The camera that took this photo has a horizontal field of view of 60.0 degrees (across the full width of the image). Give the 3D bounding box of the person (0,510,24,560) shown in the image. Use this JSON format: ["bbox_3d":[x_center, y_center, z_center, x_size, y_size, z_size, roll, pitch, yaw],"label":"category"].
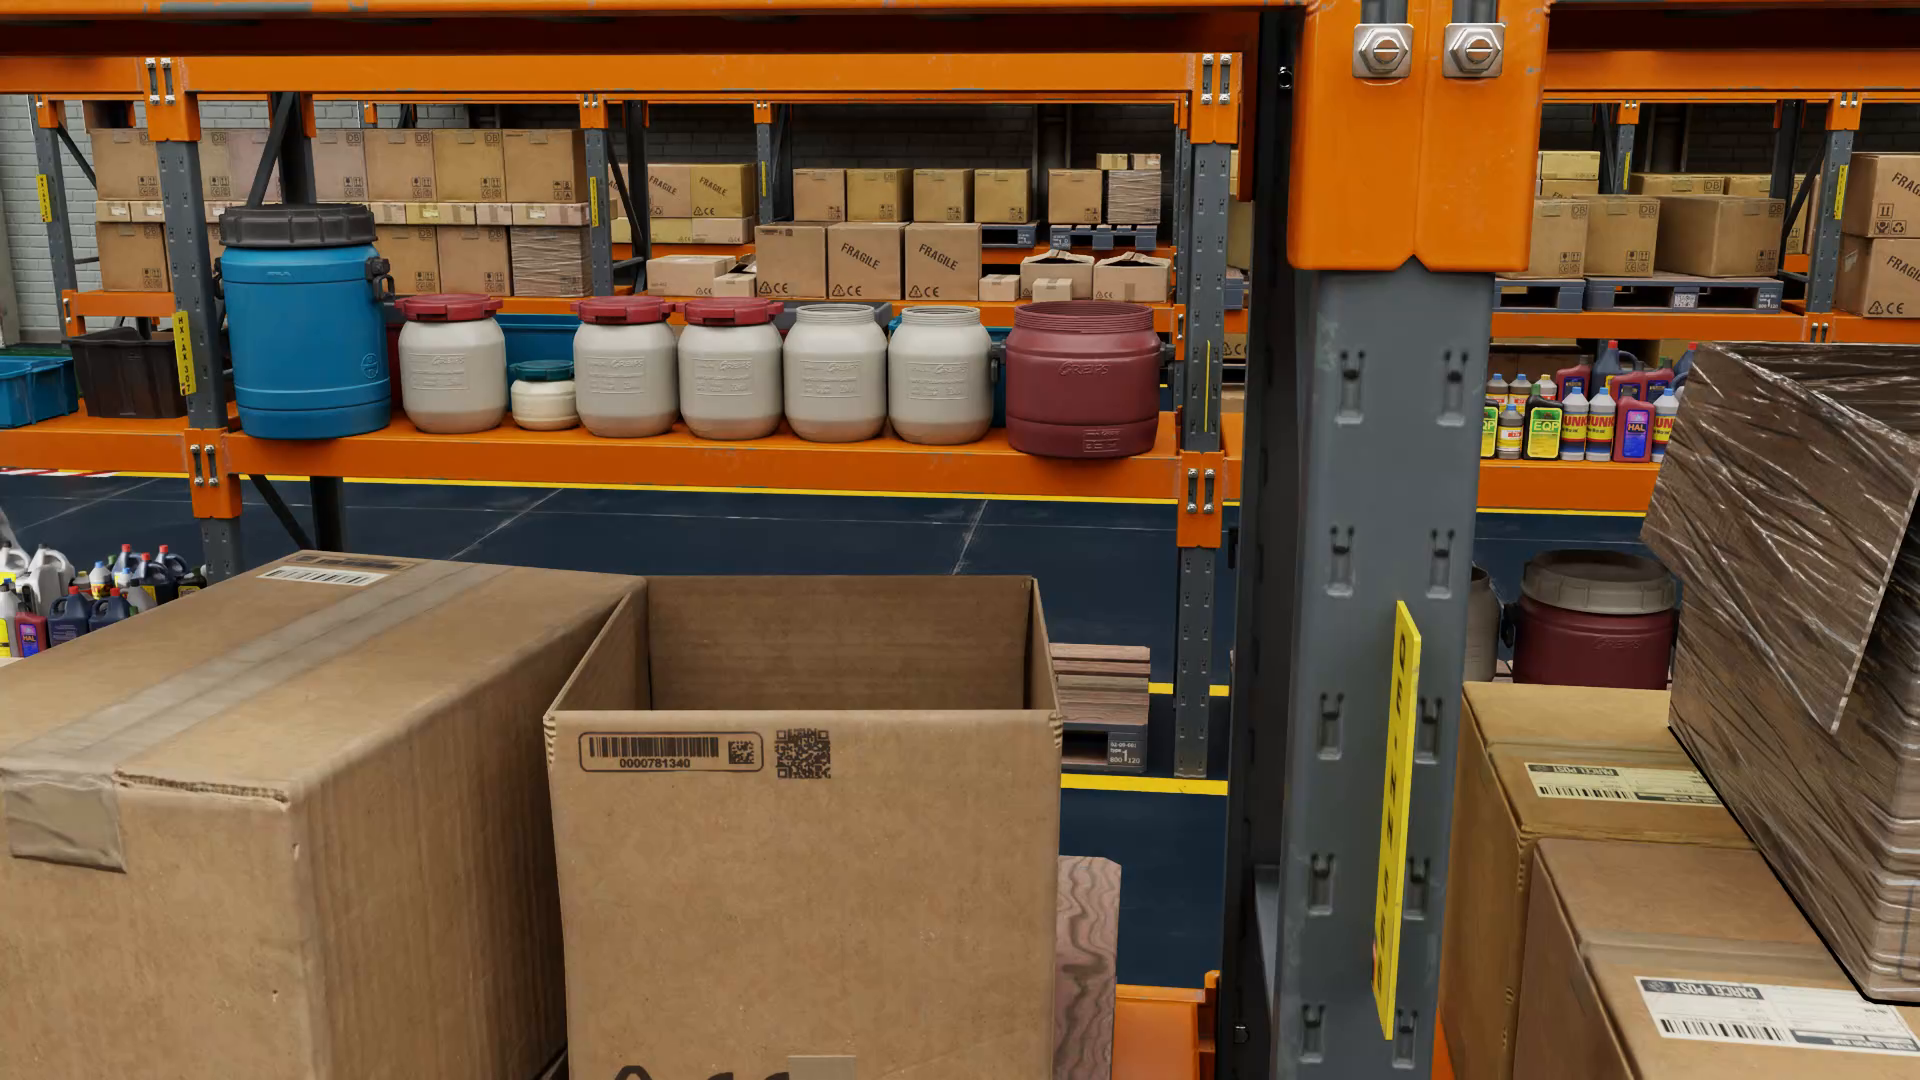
[{"bbox_3d":[-5.531,-0.533,9.198,0.621,1.640,0.454,2,15,6],"label":"person"}]
